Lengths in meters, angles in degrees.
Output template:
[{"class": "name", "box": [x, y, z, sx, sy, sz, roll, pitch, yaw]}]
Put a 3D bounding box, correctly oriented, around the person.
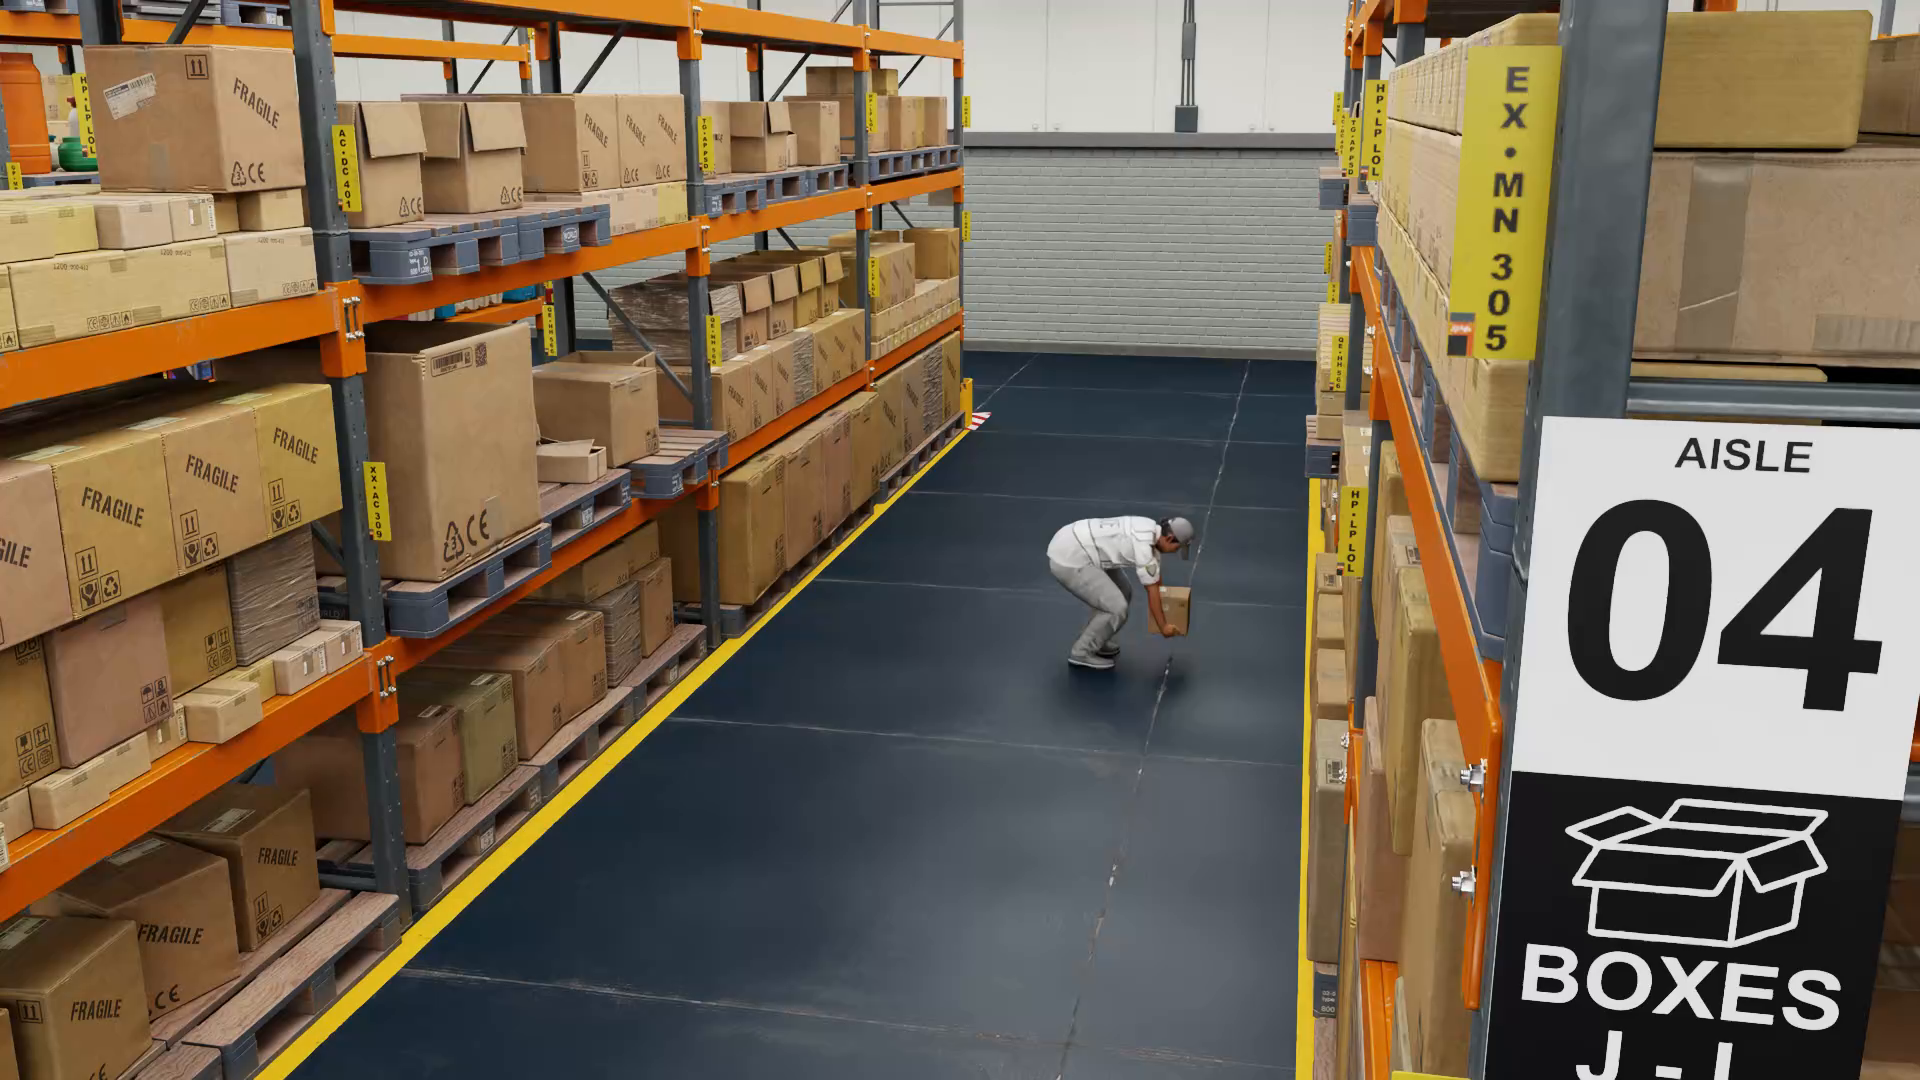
[{"class": "person", "box": [1.025, 0.315, 10.680, 0.937, 0.973, 0.518, 2, 15, 9]}]
